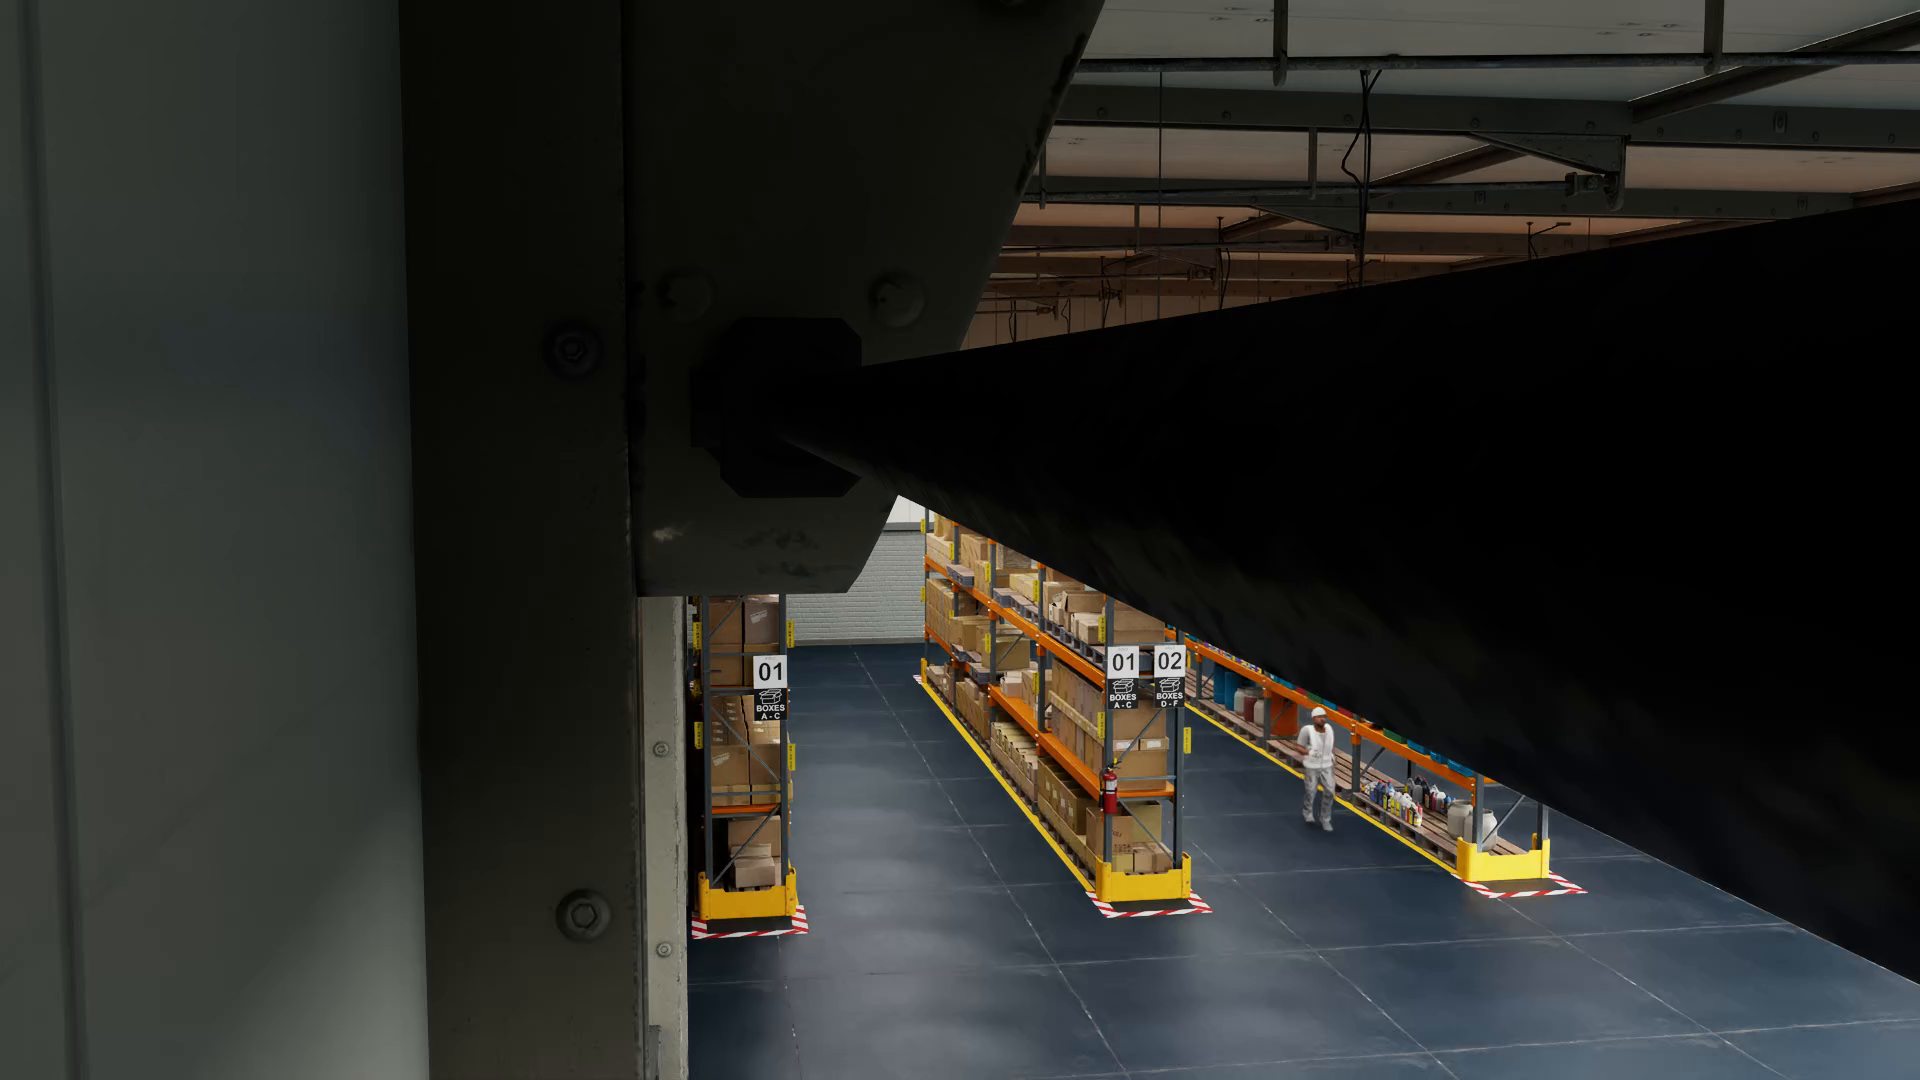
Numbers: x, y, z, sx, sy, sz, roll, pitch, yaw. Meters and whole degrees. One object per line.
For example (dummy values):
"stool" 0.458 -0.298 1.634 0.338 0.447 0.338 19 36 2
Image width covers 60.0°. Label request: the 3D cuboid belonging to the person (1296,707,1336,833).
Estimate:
"person" 5.191 3.331 24.155 0.659 1.829 0.759 -1 5 -8
